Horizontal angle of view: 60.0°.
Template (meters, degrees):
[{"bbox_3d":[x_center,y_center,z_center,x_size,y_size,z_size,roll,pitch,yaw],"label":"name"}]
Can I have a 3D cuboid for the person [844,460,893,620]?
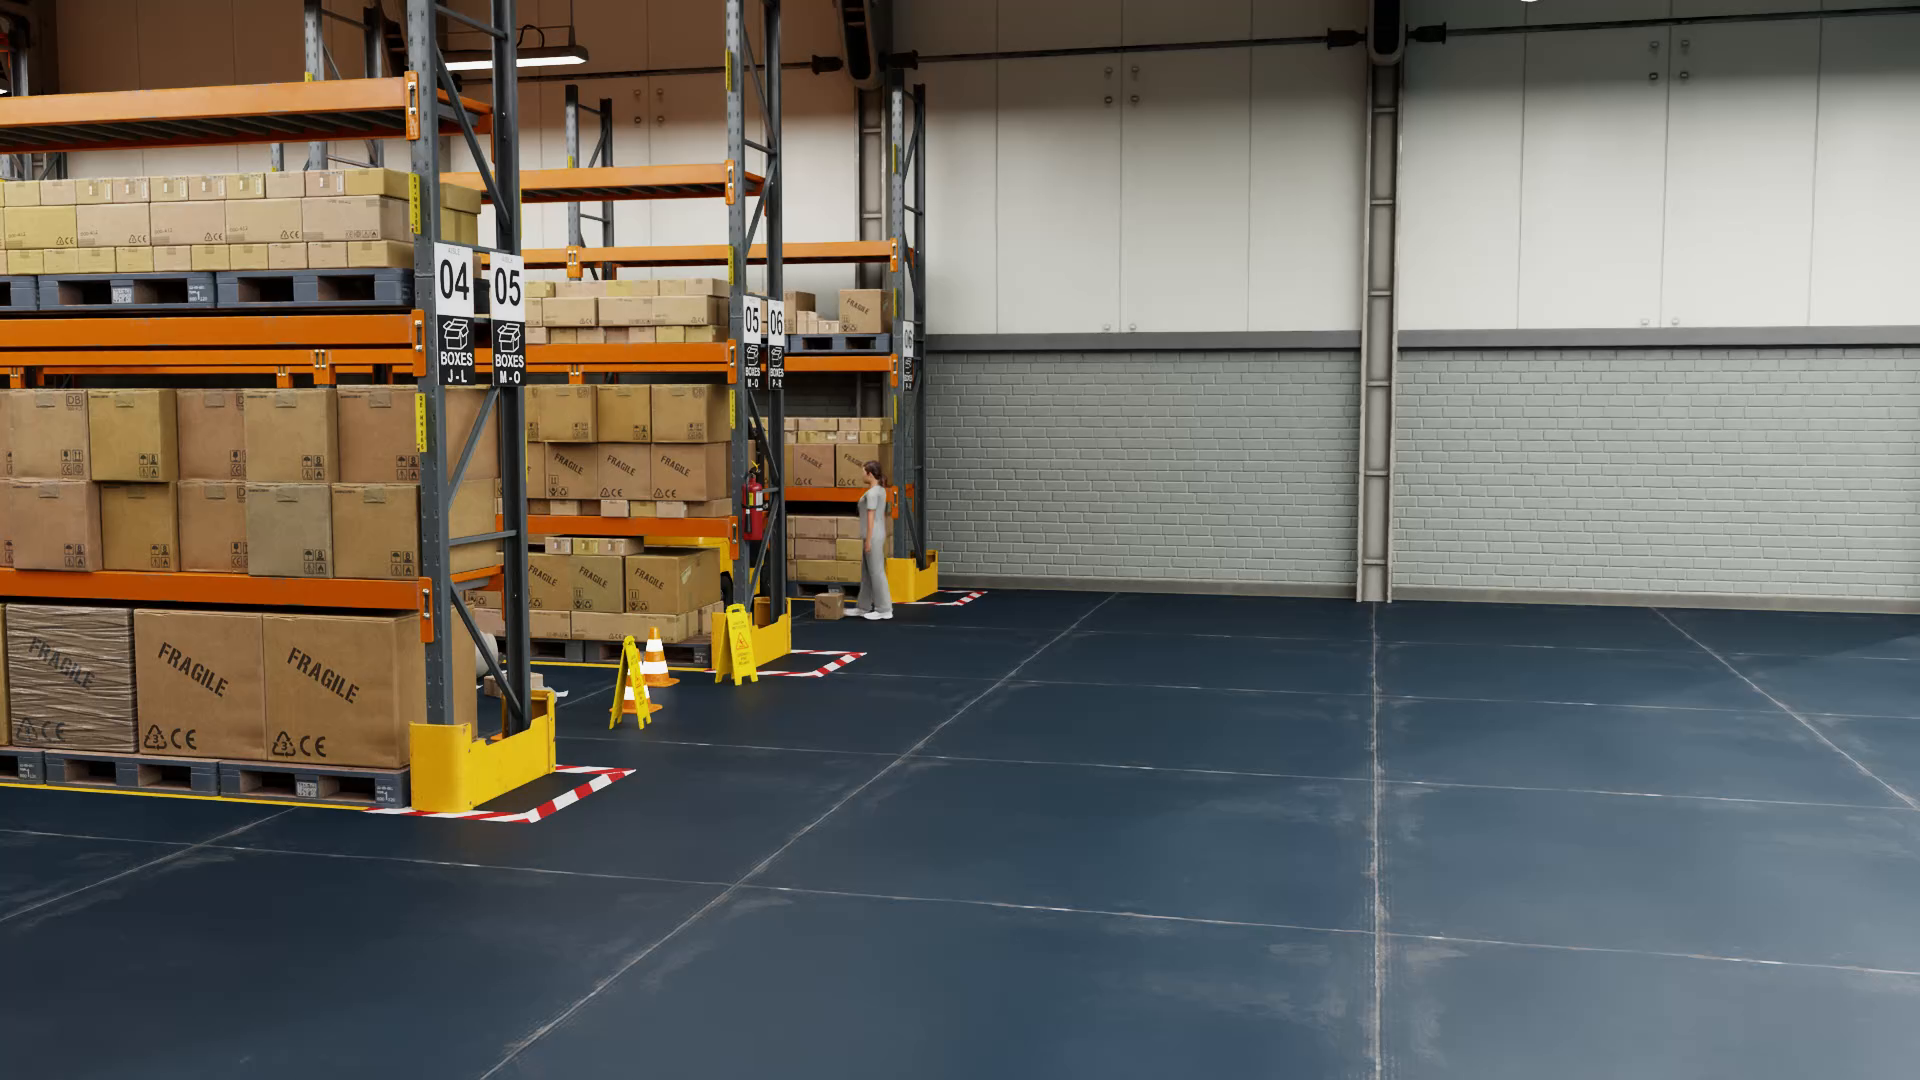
[{"bbox_3d":[-0.979,-0.005,17.506,0.565,1.672,0.462,1,5,7],"label":"person"}]
